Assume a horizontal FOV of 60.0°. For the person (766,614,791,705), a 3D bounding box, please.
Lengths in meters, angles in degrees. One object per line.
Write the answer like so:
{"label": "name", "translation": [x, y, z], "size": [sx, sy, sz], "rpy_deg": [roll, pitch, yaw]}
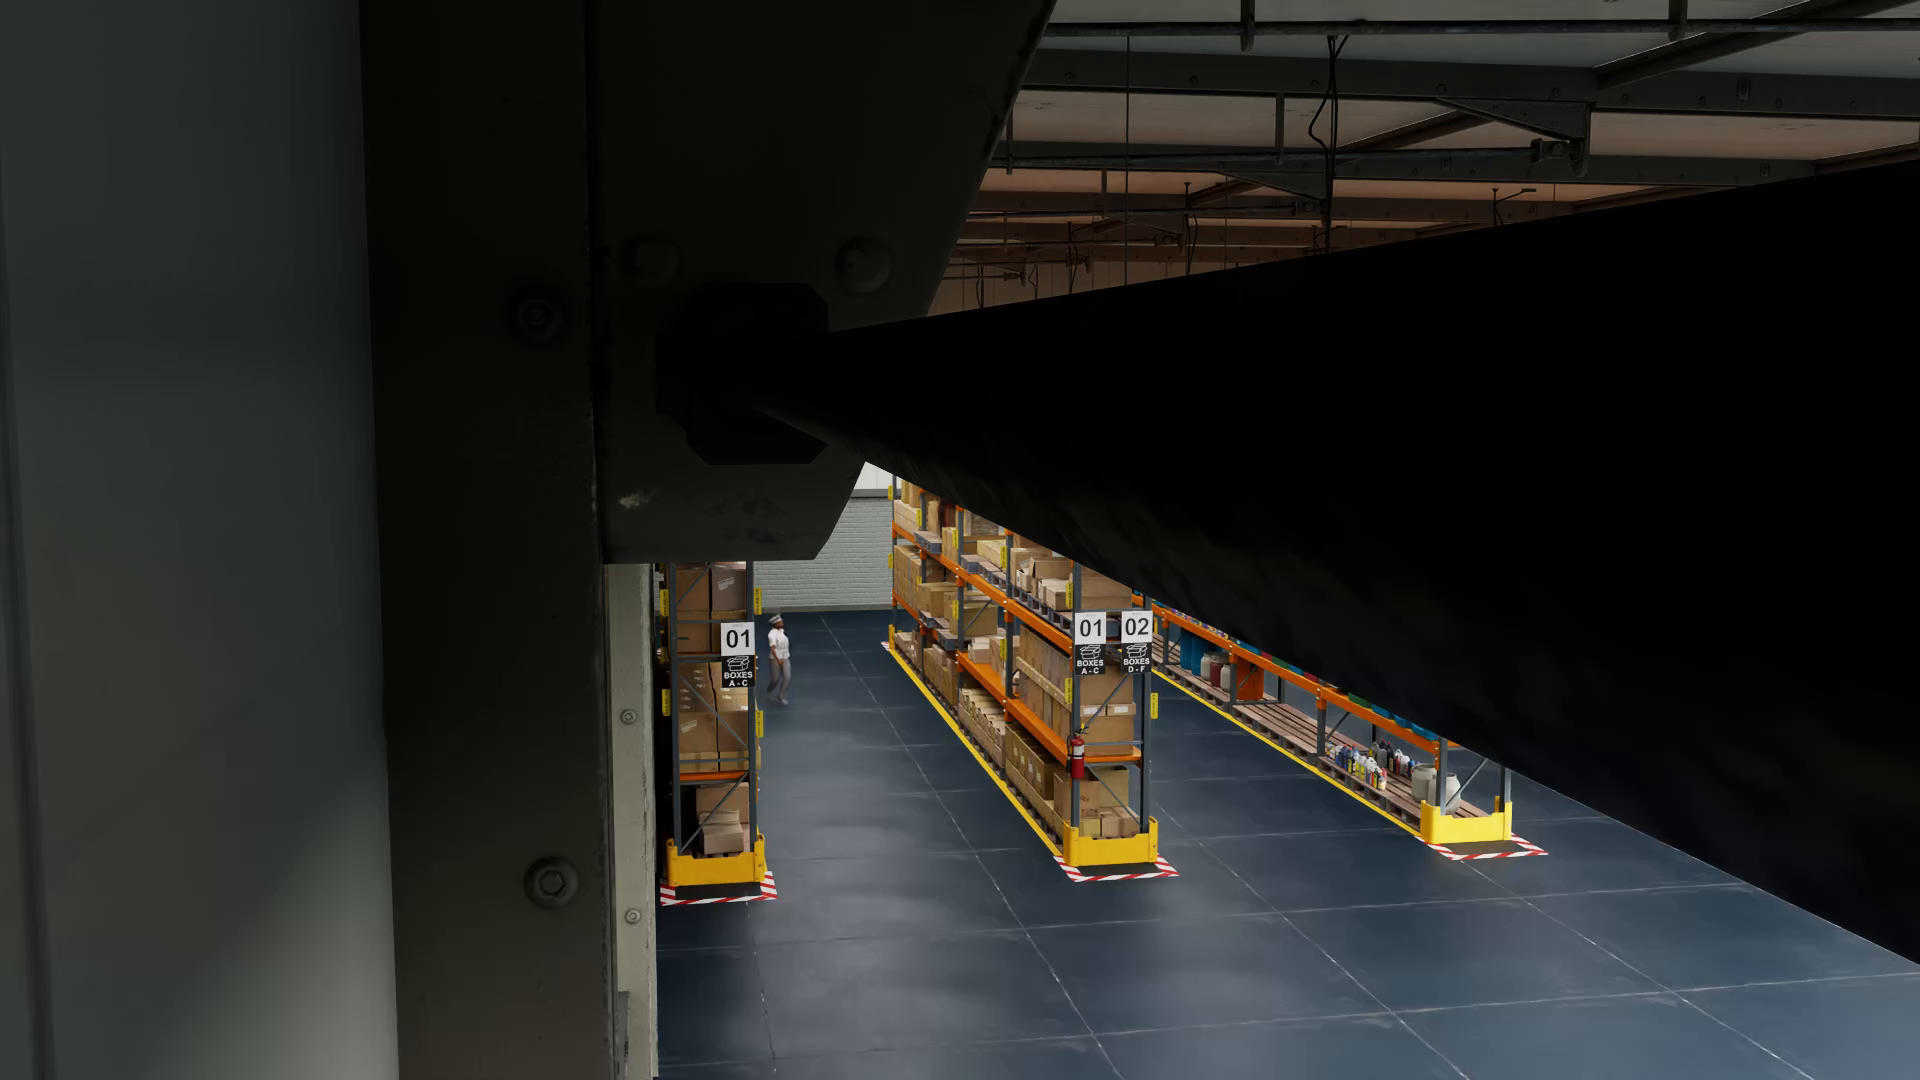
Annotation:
{"label": "person", "translation": [-3.297, 2.201, 30.720], "size": [0.555, 1.668, 0.649], "rpy_deg": [-5, 8, -41]}
